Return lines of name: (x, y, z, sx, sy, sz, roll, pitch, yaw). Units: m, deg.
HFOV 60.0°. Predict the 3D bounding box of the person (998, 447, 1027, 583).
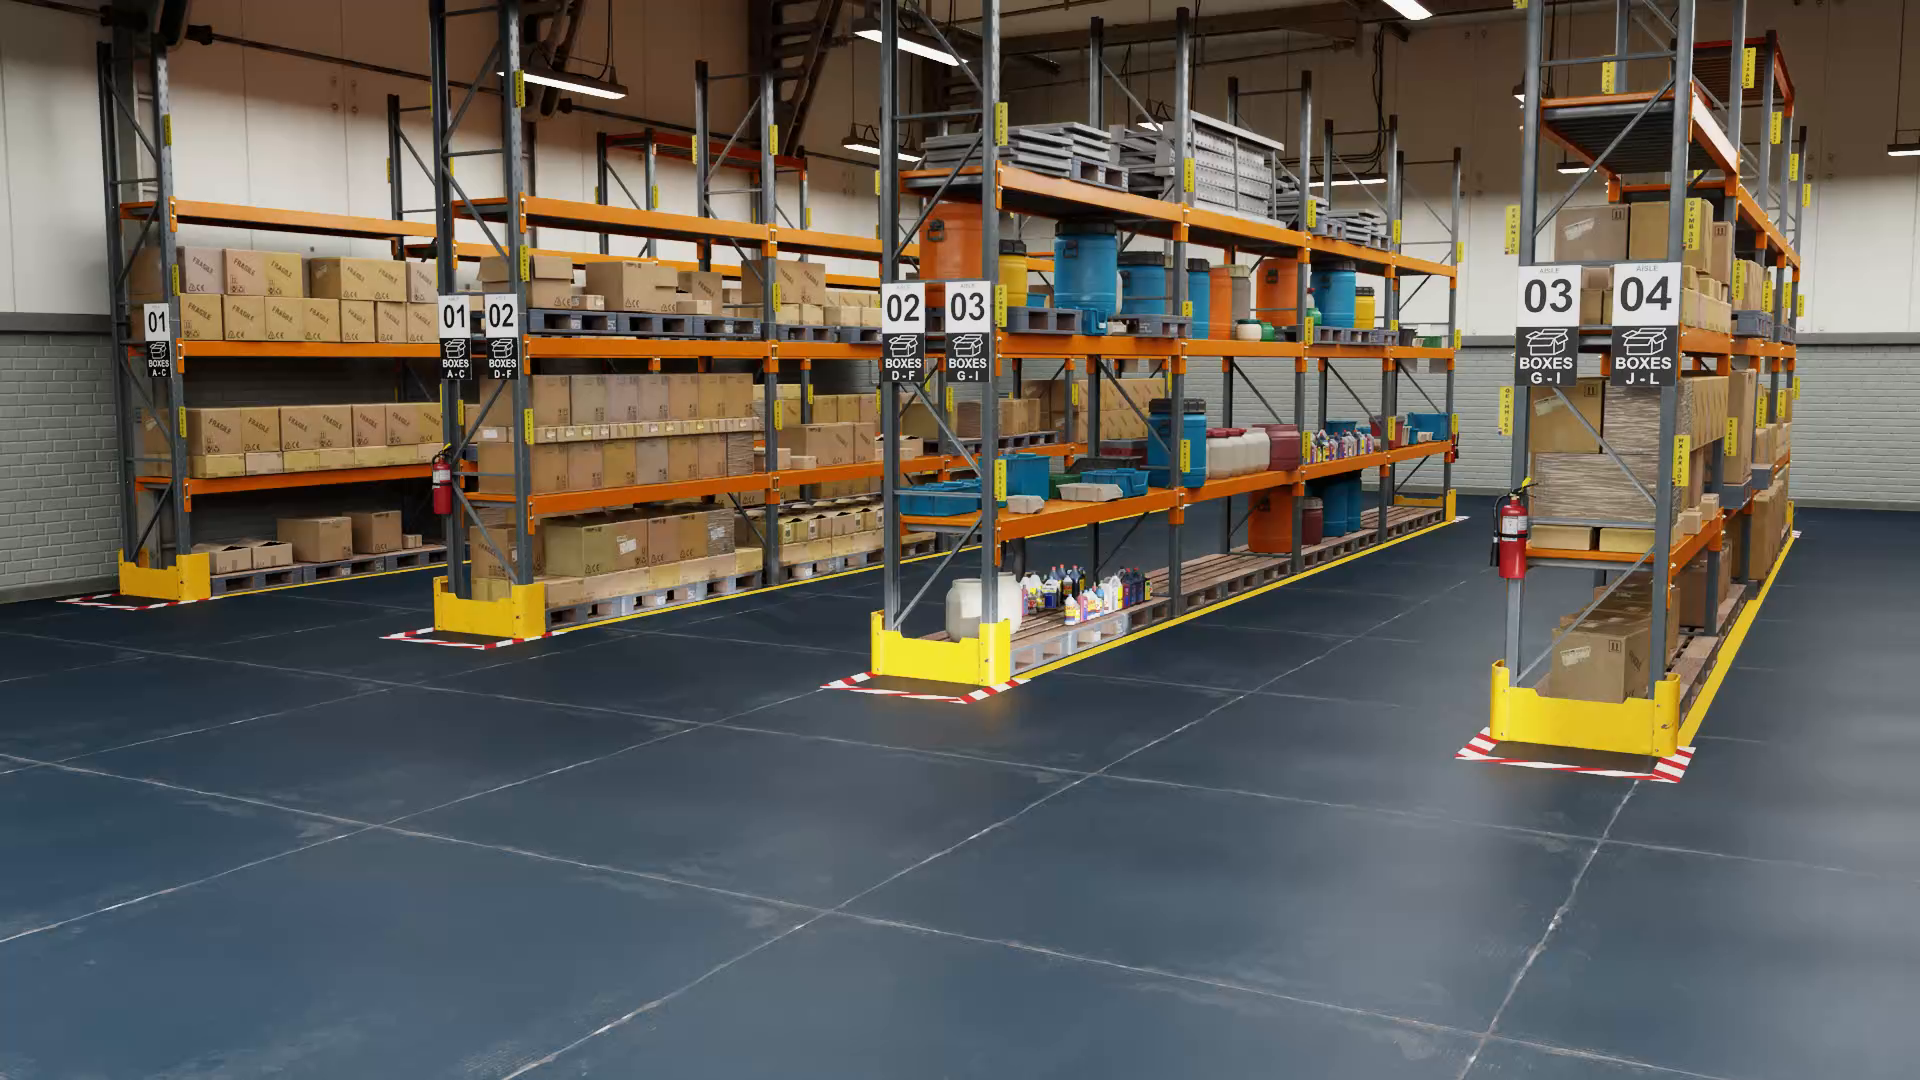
person: (0.531, -0.183, 18.121, 0.505, 1.655, 0.347, 3, 7, 29)
